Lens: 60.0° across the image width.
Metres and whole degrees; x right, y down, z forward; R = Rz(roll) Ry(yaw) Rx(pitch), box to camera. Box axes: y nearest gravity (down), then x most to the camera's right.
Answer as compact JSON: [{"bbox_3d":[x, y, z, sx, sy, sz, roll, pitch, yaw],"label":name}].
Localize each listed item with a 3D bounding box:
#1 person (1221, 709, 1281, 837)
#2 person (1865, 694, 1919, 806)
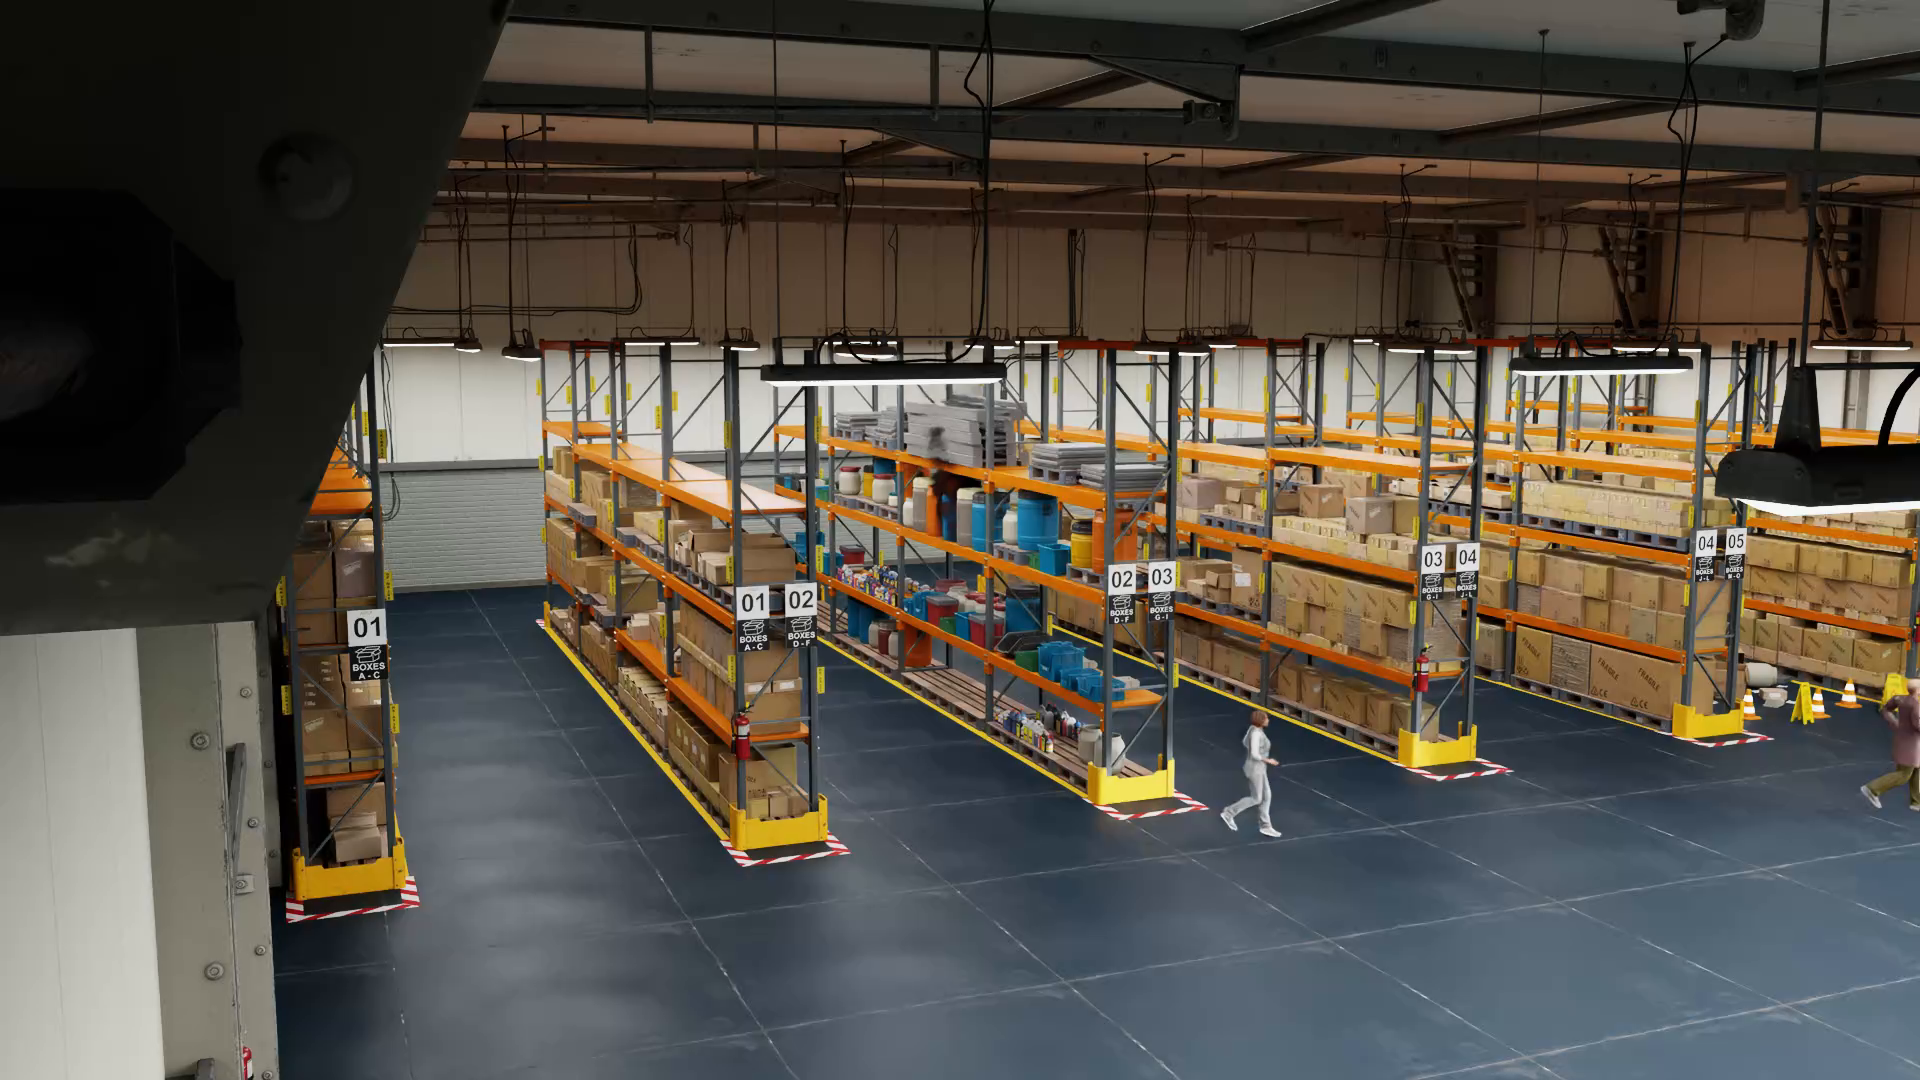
[{"bbox_3d":[3.622,2.880,20.601,0.745,1.606,0.566,1,8,10],"label":"person"},{"bbox_3d":[12.148,2.733,21.500,0.836,1.439,0.689,1,7,8],"label":"person"}]
